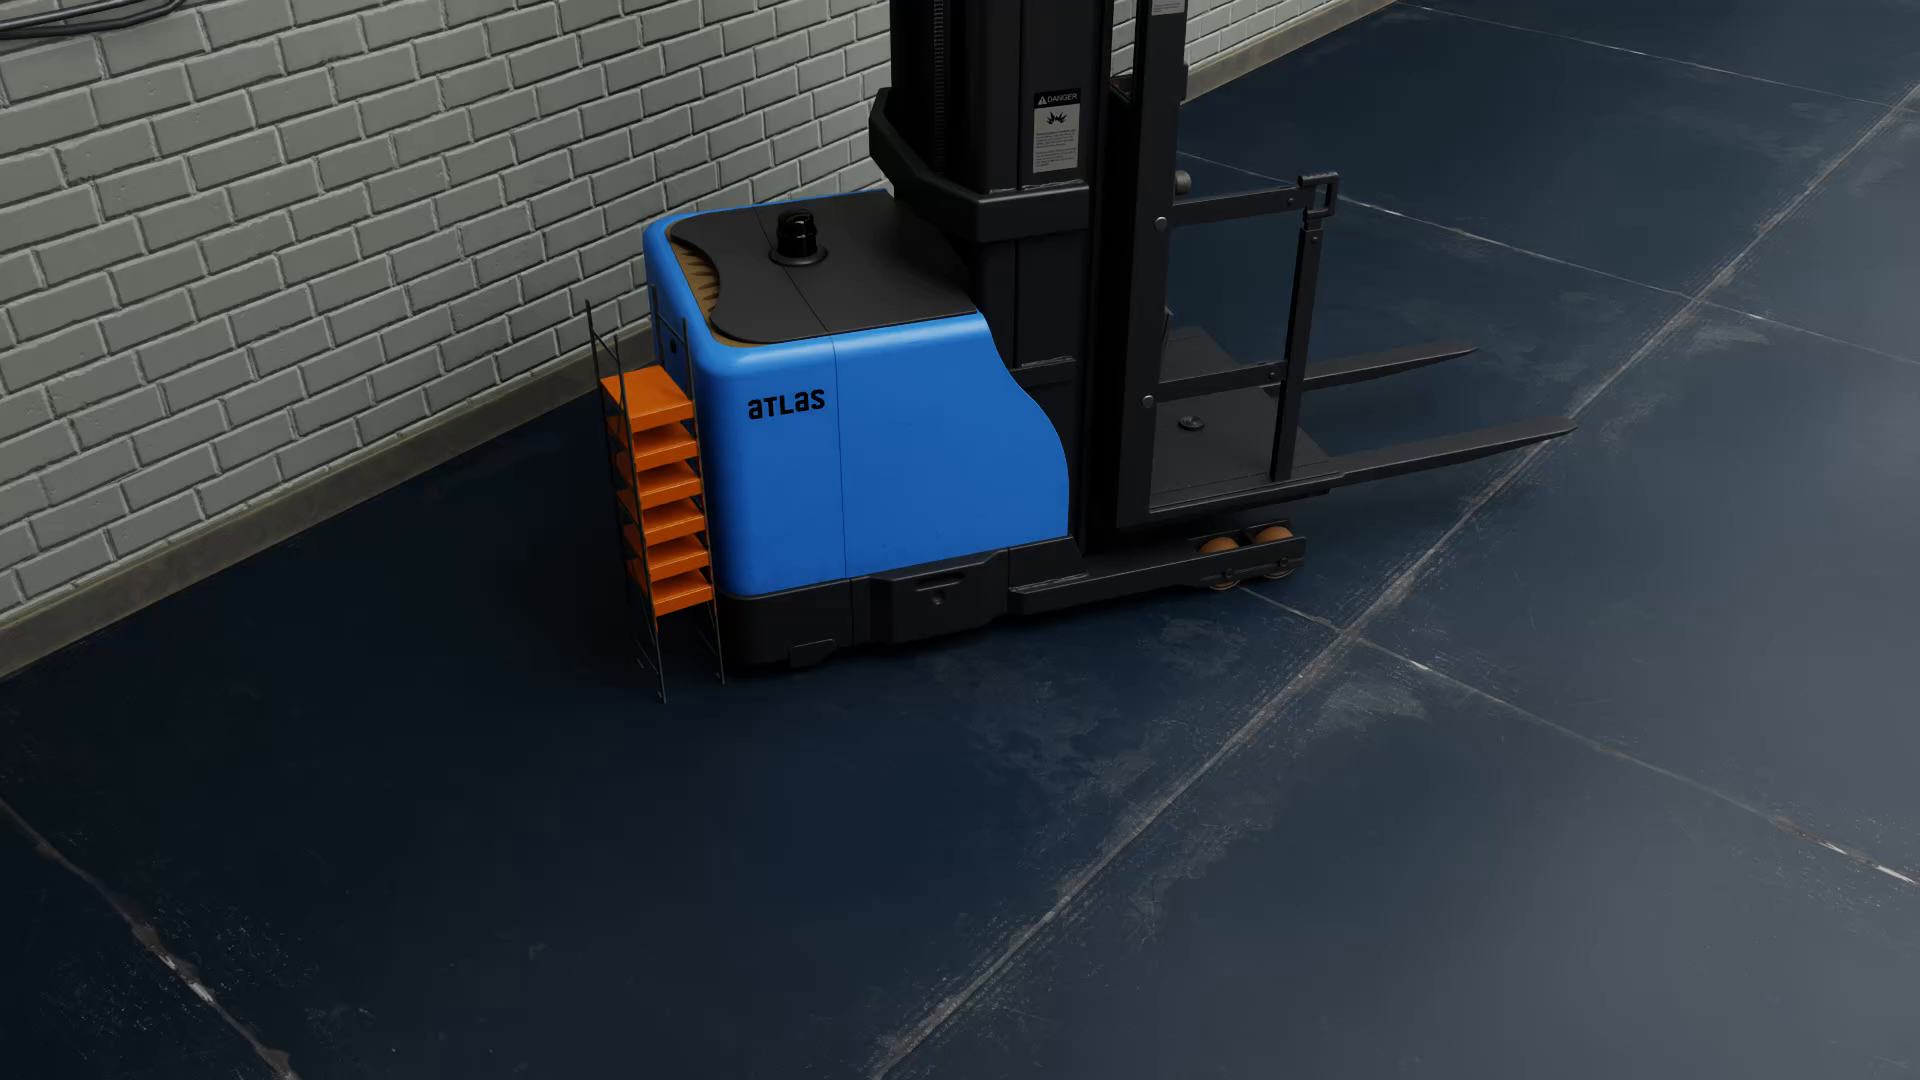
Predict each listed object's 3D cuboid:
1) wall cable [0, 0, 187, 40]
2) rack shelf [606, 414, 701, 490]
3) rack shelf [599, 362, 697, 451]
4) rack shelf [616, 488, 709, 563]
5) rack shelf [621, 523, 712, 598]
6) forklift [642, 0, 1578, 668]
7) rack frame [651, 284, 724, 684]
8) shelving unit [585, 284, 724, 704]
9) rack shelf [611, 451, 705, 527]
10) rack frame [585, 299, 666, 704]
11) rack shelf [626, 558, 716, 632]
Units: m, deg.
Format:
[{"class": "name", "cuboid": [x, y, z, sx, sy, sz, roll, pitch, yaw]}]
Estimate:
[{"class": "wall cable", "cuboid": [-2.978, -1.924, 3.144, 0.112, 2.526, 3.097, 25, 42, 32]}, {"class": "rack shelf", "cuboid": [-0.839, -0.262, 4.525, 0.180, 0.103, 0.258, -18, 38, -24]}, {"class": "rack shelf", "cuboid": [-0.839, -0.361, 4.457, 0.180, 0.103, 0.258, -18, 38, -24]}, {"class": "rack shelf", "cuboid": [-0.839, -0.064, 4.661, 0.180, 0.103, 0.258, -18, 38, -24]}, {"class": "rack shelf", "cuboid": [-0.839, 0.035, 4.729, 0.180, 0.103, 0.258, -18, 38, -24]}, {"class": "forklift", "cuboid": [0.590, -1.321, 4.883, 3.031, 2.935, 1.130, -11, 36, -15]}, {"class": "rack frame", "cuboid": [-0.759, -0.126, 4.672, 0.006, 1.200, 0.240, -18, 38, -24]}, {"class": "shelving unit", "cuboid": [-0.839, -0.101, 4.636, 0.189, 1.200, 0.258, -18, 38, -24]}, {"class": "rack shelf", "cuboid": [-0.839, -0.163, 4.593, 0.180, 0.103, 0.258, -18, 38, -24]}, {"class": "rack frame", "cuboid": [-0.919, -0.076, 4.599, 0.006, 1.200, 0.240, -18, 38, -24]}, {"class": "rack shelf", "cuboid": [-0.839, 0.134, 4.797, 0.180, 0.103, 0.258, -18, 38, -24]}]
